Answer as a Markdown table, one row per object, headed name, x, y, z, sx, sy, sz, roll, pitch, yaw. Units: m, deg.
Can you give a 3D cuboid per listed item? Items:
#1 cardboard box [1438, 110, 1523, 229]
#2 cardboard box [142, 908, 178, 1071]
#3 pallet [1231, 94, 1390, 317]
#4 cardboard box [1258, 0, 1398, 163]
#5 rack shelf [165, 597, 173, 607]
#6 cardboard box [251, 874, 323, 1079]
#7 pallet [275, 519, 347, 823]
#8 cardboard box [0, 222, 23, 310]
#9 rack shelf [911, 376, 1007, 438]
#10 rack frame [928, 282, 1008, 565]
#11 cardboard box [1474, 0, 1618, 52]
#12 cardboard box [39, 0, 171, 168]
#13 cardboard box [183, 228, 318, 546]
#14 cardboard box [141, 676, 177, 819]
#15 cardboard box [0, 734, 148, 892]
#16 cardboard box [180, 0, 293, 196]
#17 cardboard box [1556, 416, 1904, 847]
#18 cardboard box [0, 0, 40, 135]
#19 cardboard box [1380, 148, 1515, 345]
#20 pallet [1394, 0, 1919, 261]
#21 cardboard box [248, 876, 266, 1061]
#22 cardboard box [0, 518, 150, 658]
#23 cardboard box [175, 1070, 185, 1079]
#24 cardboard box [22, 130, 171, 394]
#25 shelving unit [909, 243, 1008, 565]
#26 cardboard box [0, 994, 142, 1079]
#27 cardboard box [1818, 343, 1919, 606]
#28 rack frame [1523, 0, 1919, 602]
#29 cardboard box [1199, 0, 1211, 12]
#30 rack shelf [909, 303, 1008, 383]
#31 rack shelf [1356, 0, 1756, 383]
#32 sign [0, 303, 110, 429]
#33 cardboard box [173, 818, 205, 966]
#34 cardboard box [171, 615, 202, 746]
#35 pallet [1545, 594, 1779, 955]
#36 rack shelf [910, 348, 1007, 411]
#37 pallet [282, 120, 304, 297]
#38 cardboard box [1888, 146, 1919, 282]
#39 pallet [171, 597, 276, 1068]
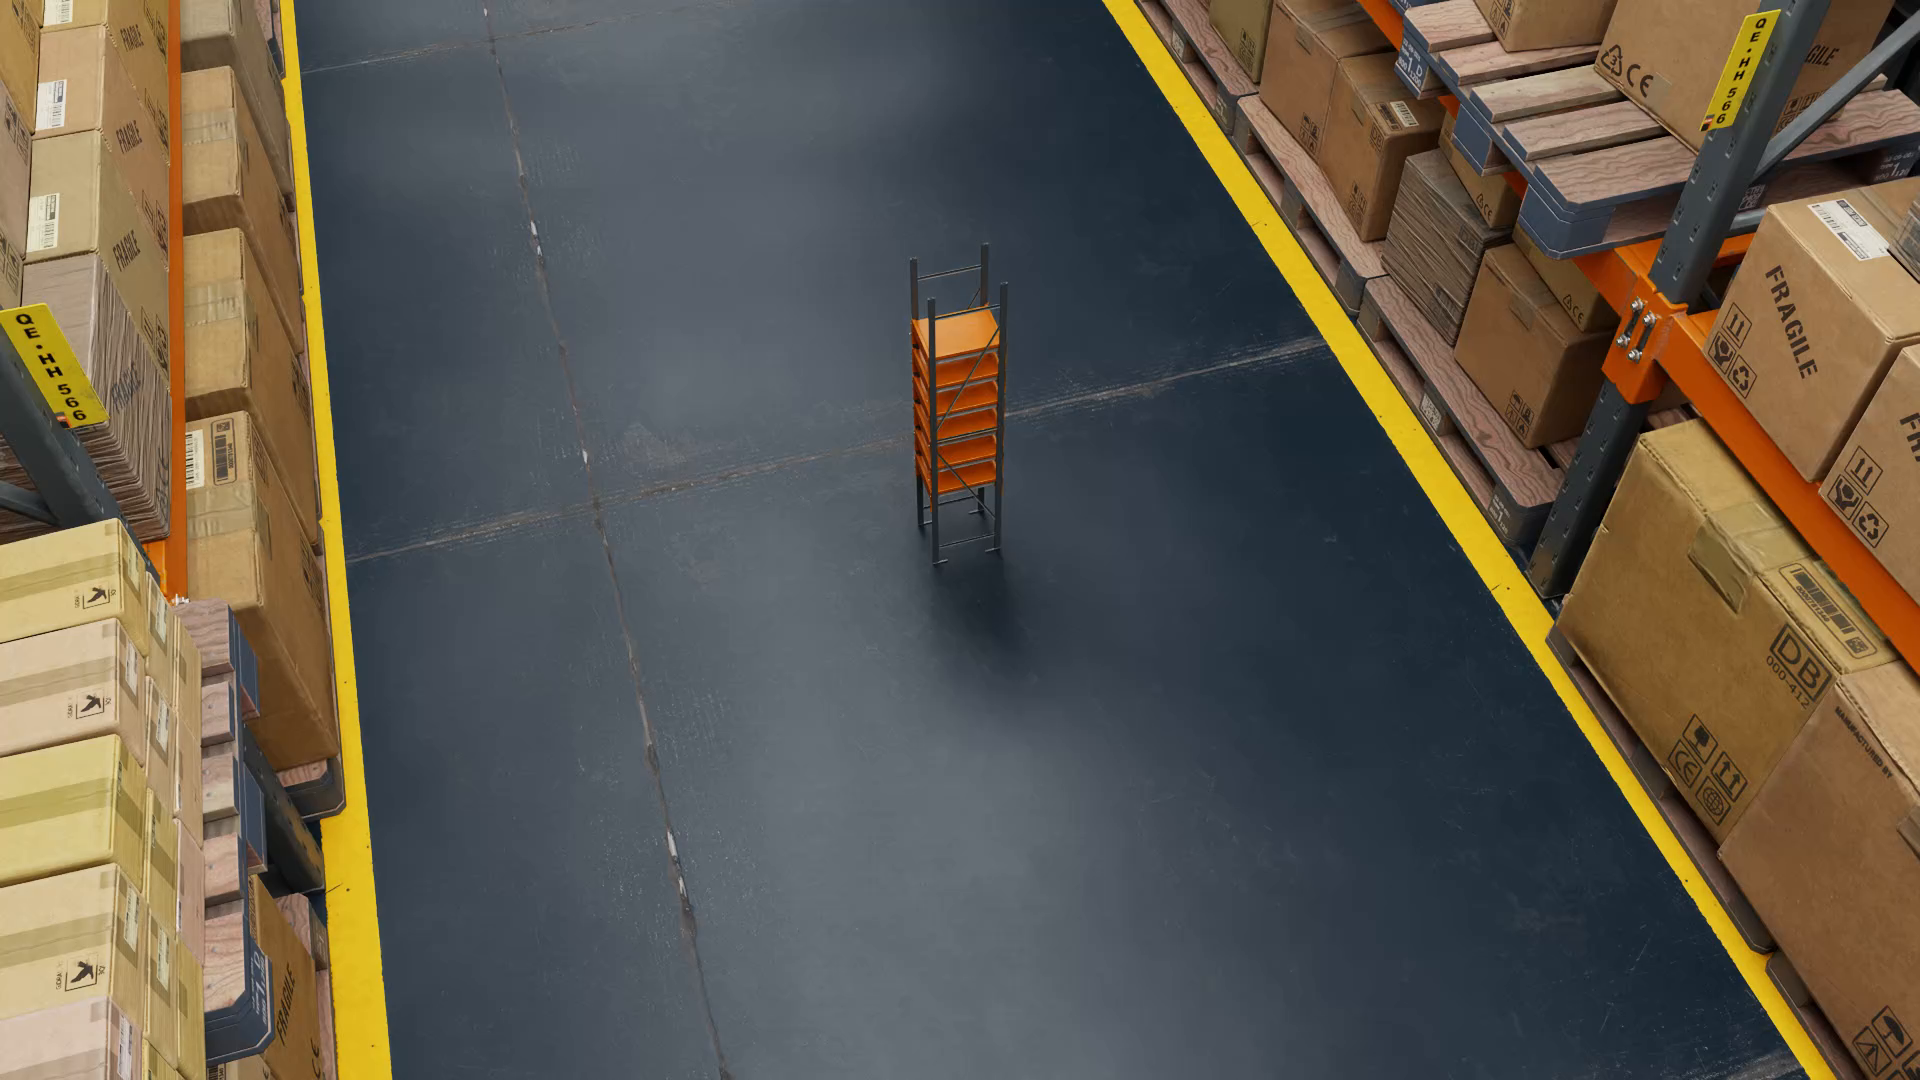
| name | x | y | z | sx | sy | sz | roll | pitch | yaw |
| --- | --- | --- | --- | --- | --- | --- | --- | --- | --- |
| cardboard box | 2.018 | -1.364 | 5.795 | 0.500 | 0.250 | 0.500 | -8 | 50 | -7 |
| cardboard box | -1.542 | 0.806 | 2.804 | 0.380 | 0.149 | 0.250 | -13 | 51 | -11 |
| pallet | 1.824 | -1.480 | 6.860 | 1.003 | 0.211 | 1.213 | -13 | 51 | -11 |
| cardboard box | 1.678 | -1.962 | 6.789 | 0.700 | 0.500 | 0.500 | -17 | 52 | -14 |
| rack shelf | -1.765 | 1.822 | 2.723 | 1.077 | 0.370 | 4.000 | -13 | 51 | -11 |
| cardboard box | -1.913 | 1.221 | 4.119 | 0.500 | 0.500 | 0.500 | -14 | 51 | -11 |
| pallet | -2.518 | 0.435 | 5.245 | 1.003 | 0.211 | 1.213 | -13 | 51 | -11 |
| cardboard box | -2.480 | -0.556 | 3.537 | 0.700 | 0.500 | 0.500 | -14 | 51 | -11 |
| rack shelf | -0.004 | -0.446 | 5.242 | 0.258 | 0.103 | 0.180 | -13 | 51 | -11 |
| rack frame | 0.023 | -0.330 | 5.244 | 0.240 | 1.200 | 0.006 | -13 | 51 | -11 |
| cardboard box | 1.953 | -1.857 | 5.013 | 0.700 | 0.500 | 0.500 | -7 | 50 | -6 |
| cardboard box | -2.679 | -1.396 | 4.899 | 0.500 | 0.500 | 0.500 | -14 | 51 | -11 |
| cardboard box | -2.713 | -0.384 | 5.309 | 1.050 | 0.750 | 0.750 | -13 | 51 | -10 |
| cardboard box | -1.695 | 0.431 | 3.120 | 0.380 | 0.149 | 0.250 | -12 | 51 | -10 |
| cardboard box | -1.624 | 0.512 | 2.857 | 0.380 | 0.149 | 0.250 | -12 | 51 | -10 |
| cardboard box | -3.270 | -1.770 | 6.477 | 1.050 | 0.750 | 0.750 | -14 | 51 | -11 |
| cardboard box | 2.595 | 0.140 | 4.785 | 1.225 | 0.875 | 0.875 | -15 | 52 | -13 |
| cardboard box | -2.785 | -1.299 | 4.164 | 0.700 | 0.500 | 0.500 | -14 | 51 | -12 |
| cardboard box | 2.018 | -1.142 | 6.098 | 0.700 | 0.500 | 0.500 | -17 | 52 | -14 |
| pallet | 2.099 | -1.353 | 5.054 | 1.213 | 0.211 | 1.003 | -13 | 51 | -11 |
| cardboard box | -1.904 | 0.998 | 3.817 | 0.500 | 0.250 | 0.500 | -14 | 51 | -12 |
| cardboard box | -1.774 | 0.137 | 3.173 | 0.380 | 0.149 | 0.250 | -15 | 52 | -12 |
| cardboard box | -1.472 | 1.080 | 2.768 | 0.380 | 0.149 | 0.250 | -15 | 52 | -13 |
| cardboard box | -2.385 | -0.663 | 4.281 | 0.500 | 0.500 | 0.500 | -14 | 51 | -11 |
| shelving unit | -0.004 | -0.397 | 5.300 | 0.258 | 1.200 | 0.189 | -13 | 51 | -11 |
| cardboard box | -1.476 | 0.884 | 2.543 | 0.380 | 0.149 | 0.250 | -13 | 51 | -11 |
| cardboard box | 2.450 | -0.158 | 3.856 | 0.500 | 0.500 | 0.500 | -15 | 51 | -12 |
| rack frame | 2.411 | -0.919 | 4.562 | 1.000 | 3.000 | 0.127 | -13 | 51 | -11 |
| cardboard box | 1.389 | -2.723 | 7.431 | 0.700 | 0.500 | 0.500 | -17 | 52 | -14 |
| rack shelf | -0.004 | -0.601 | 5.059 | 0.258 | 0.103 | 0.180 | -13 | 51 | -11 |
| rack shelf | 1.820 | -2.147 | 6.069 | 1.077 | 0.370 | 4.000 | -13 | 51 | -11 |
| sign | -1.841 | -0.348 | 3.376 | 0.100 | 0.325 | 0.005 | -13 | 51 | -11 |
| cardboard box | -1.624 | 0.701 | 3.087 | 0.380 | 0.149 | 0.250 | -13 | 51 | -10 |
| cardboard box | -1.772 | 0.331 | 3.399 | 0.380 | 0.149 | 0.250 | -13 | 51 | -10 |
| pallet | 2.572 | 0.573 | 5.129 | 1.003 | 0.211 | 1.213 | -13 | 51 | -11 |
| rack shelf | -0.004 | -0.523 | 5.151 | 0.258 | 0.103 | 0.180 | -13 | 51 | -11 |
| pallet | -3.240 | -1.347 | 6.748 | 1.003 | 0.211 | 1.213 | -13 | 51 | -11 |
| cardboard box | 2.612 | -0.736 | 3.687 | 0.797 | 0.503 | 0.637 | -12 | 51 | -10 |
| pallet | -2.044 | 0.687 | 3.334 | 1.213 | 0.211 | 1.003 | -13 | 51 | -11 |
